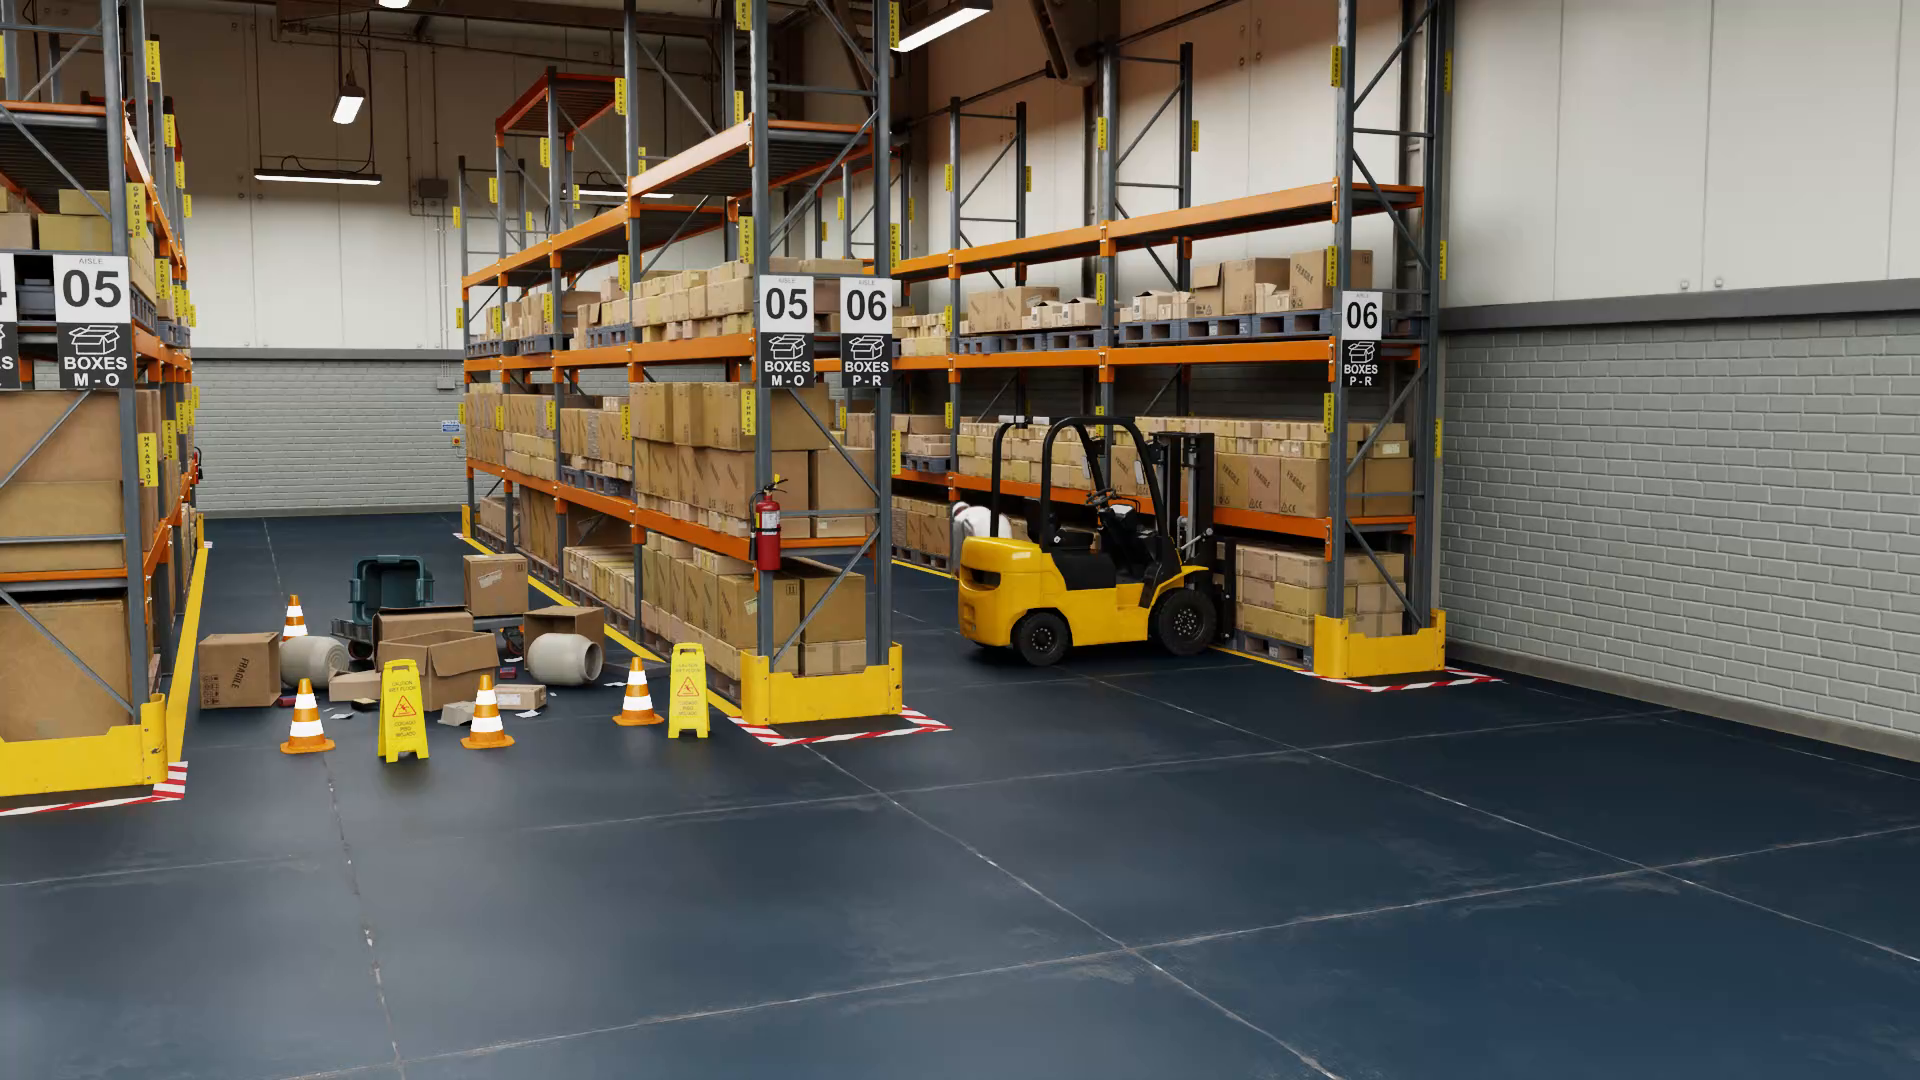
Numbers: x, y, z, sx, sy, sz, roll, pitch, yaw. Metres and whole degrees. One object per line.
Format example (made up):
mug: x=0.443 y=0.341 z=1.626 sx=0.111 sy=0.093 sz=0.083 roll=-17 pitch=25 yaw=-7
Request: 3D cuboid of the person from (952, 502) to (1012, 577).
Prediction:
person: x=0.197 y=0.172 z=18.212 sx=0.495 sy=1.133 sz=0.992 roll=-3 pitch=6 yaw=-26
